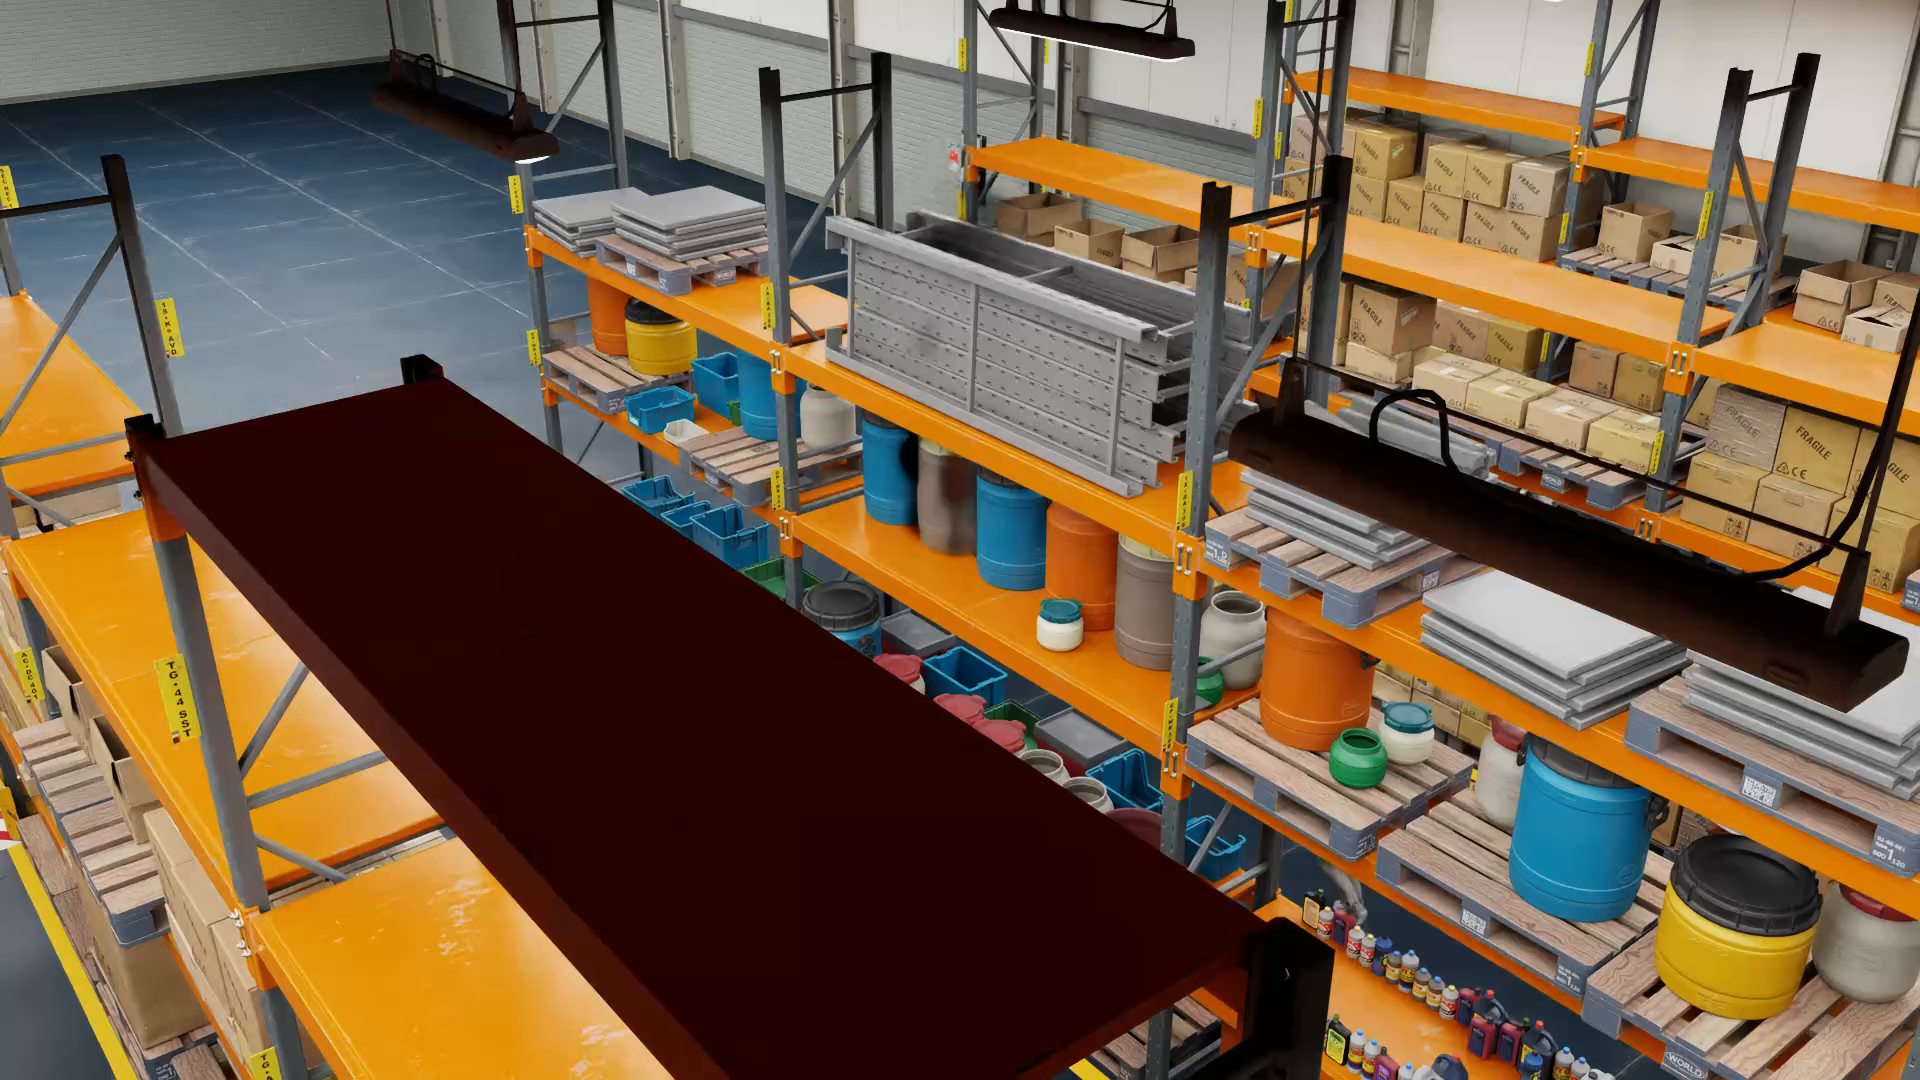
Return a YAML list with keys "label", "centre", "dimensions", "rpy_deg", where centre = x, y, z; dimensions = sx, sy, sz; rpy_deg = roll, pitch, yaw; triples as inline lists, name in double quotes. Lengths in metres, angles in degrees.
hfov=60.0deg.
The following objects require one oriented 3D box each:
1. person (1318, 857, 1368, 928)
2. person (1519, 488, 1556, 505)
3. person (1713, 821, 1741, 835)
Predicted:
- label: "person"
  centre: [2.789, 2.028, 11.728]
  dimensions: [0.612, 1.605, 0.516]
  rpy_deg: [-16, 30, -29]
- label: "person"
  centre: [5.643, -0.036, 16.378]
  dimensions: [0.849, 1.729, 0.682]
  rpy_deg: [17, 31, 32]
- label: "person"
  centre: [5.075, 2.555, 10.987]
  dimensions: [0.808, 1.815, 0.677]
  rpy_deg: [20, 32, 35]
